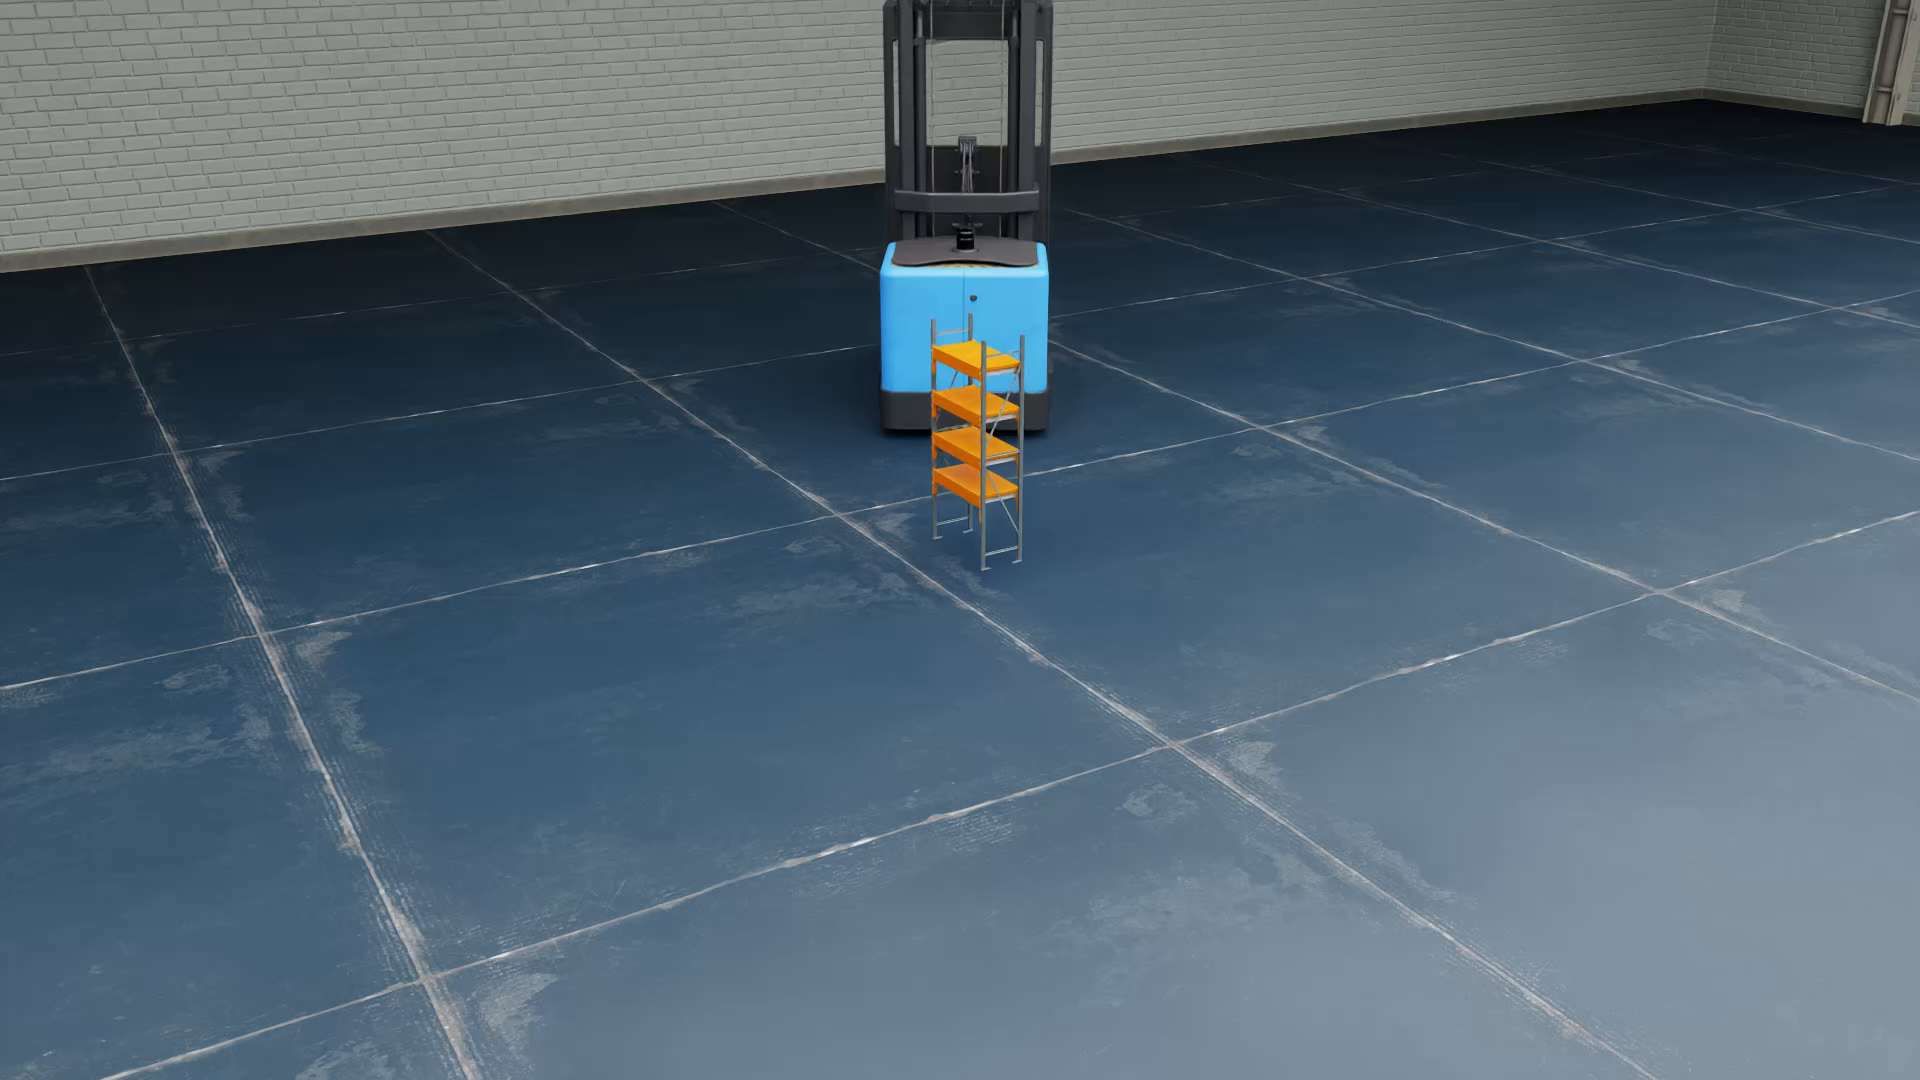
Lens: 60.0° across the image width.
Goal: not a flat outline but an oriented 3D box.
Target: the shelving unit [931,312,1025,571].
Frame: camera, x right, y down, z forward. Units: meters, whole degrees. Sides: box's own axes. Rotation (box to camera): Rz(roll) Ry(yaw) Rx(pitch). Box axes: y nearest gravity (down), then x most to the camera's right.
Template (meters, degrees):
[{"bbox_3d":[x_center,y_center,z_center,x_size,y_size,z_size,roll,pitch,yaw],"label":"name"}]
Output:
[{"bbox_3d":[0.085,-0.502,8.454,0.258,1.200,0.503,-13,25,-28],"label":"shelving unit"}]

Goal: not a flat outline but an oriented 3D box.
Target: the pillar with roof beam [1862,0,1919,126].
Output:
[{"bbox_3d":[9.053,-9.109,19.272,9.100,9.000,0.400,-13,25,-28],"label":"pillar with roof beam"}]

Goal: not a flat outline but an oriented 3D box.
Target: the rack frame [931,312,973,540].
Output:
[{"bbox_3d":[-0.040,-0.581,8.648,0.240,1.200,0.015,-13,25,-28],"label":"rack frame"}]

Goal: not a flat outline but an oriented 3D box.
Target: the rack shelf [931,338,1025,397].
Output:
[{"bbox_3d":[0.085,-0.866,8.306,0.258,0.148,0.480,-13,25,-28],"label":"rack shelf"}]

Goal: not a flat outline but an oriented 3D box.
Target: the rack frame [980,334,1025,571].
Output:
[{"bbox_3d":[0.209,-0.423,8.259,0.240,1.200,0.015,-13,25,-28],"label":"rack frame"}]

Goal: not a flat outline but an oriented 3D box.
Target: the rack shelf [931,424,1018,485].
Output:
[{"bbox_3d":[0.085,-0.440,8.479,0.258,0.148,0.480,-13,25,-28],"label":"rack shelf"}]

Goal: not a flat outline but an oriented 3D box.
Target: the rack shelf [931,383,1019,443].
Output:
[{"bbox_3d":[0.085,-0.647,8.395,0.258,0.148,0.480,-13,25,-28],"label":"rack shelf"}]

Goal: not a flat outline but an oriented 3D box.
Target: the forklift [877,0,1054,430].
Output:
[{"bbox_3d":[0.057,-2.543,11.175,1.130,2.935,3.031,0,22,1],"label":"forklift"}]

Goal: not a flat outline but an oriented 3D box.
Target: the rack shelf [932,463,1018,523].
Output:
[{"bbox_3d":[0.085,-0.256,8.554,0.258,0.148,0.480,-13,25,-28],"label":"rack shelf"}]
